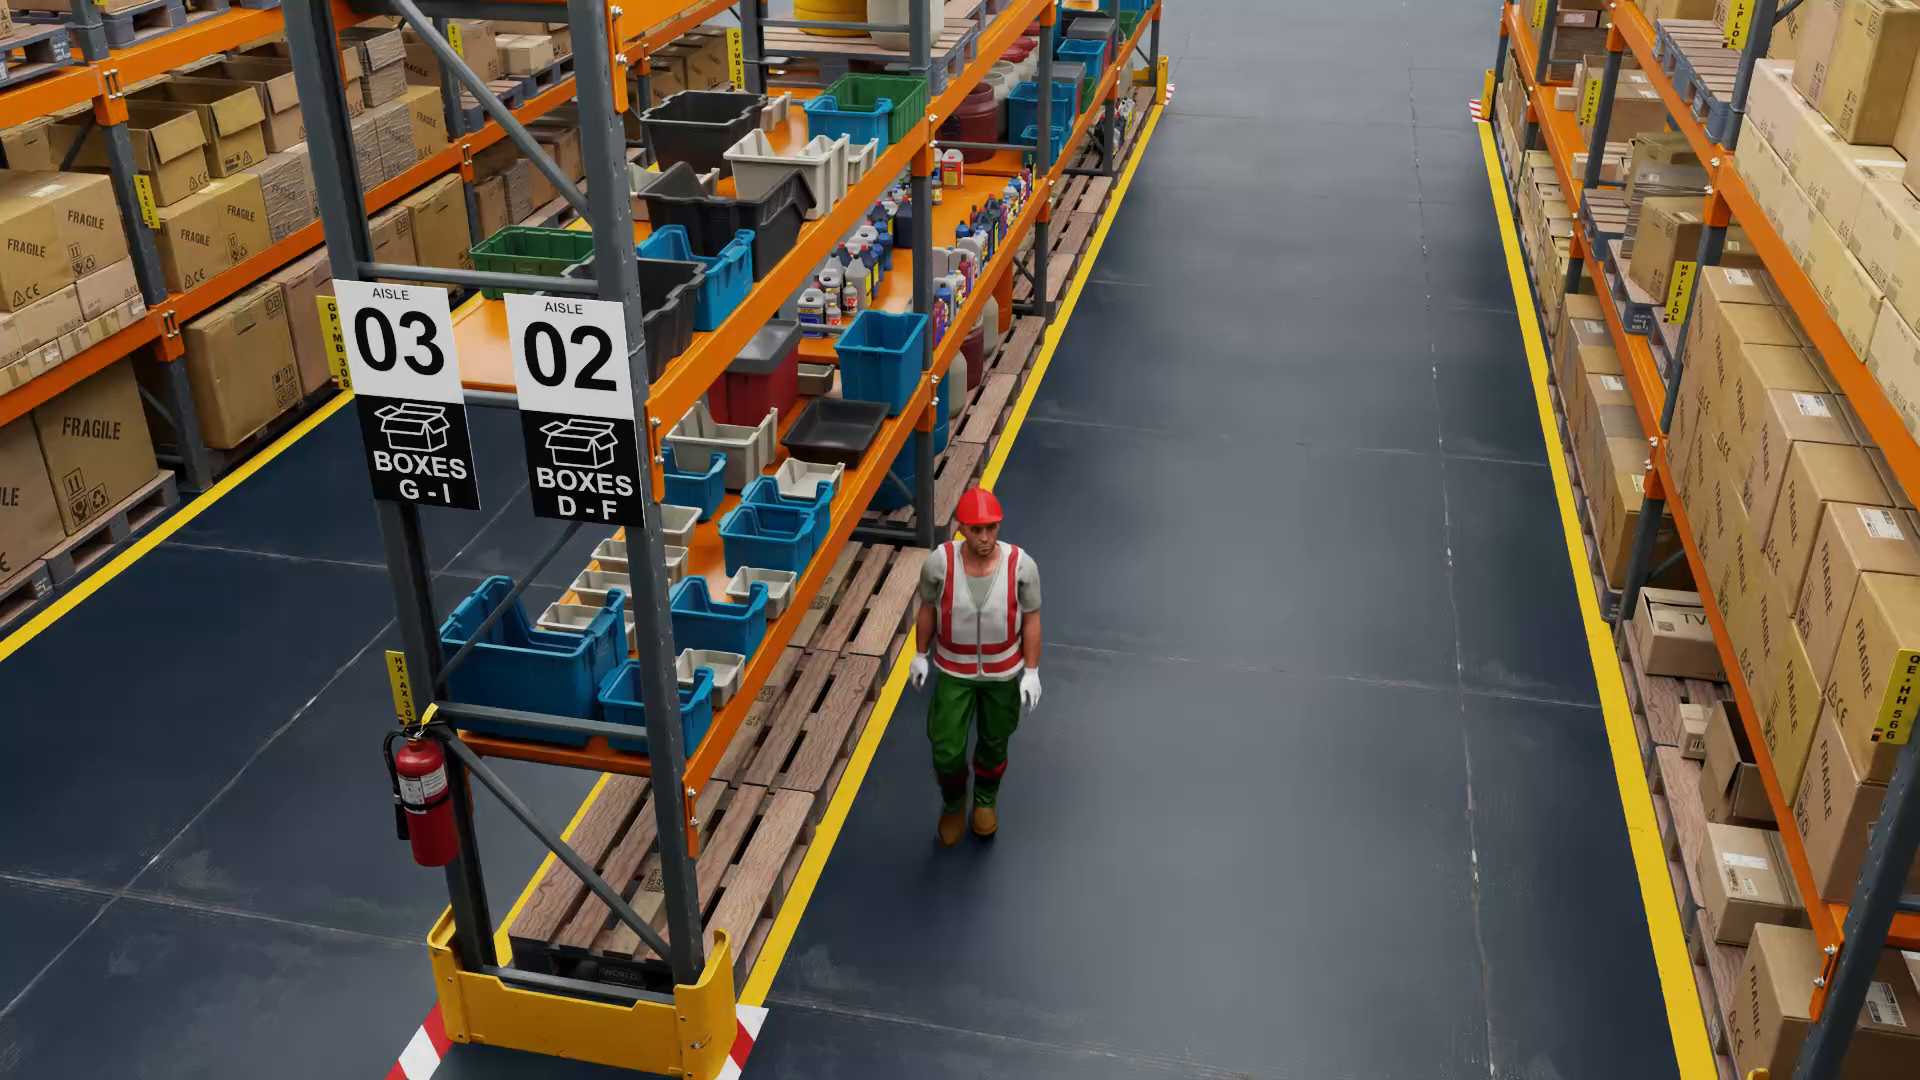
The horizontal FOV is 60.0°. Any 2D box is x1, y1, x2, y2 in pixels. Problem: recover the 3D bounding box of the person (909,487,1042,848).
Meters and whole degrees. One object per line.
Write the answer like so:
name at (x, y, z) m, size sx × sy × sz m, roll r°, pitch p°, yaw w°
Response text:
person at (0.071, 0.613, 7.441) m, size 0.591 × 1.819 × 0.480 m, roll -2°, pitch 29°, yaw -3°
